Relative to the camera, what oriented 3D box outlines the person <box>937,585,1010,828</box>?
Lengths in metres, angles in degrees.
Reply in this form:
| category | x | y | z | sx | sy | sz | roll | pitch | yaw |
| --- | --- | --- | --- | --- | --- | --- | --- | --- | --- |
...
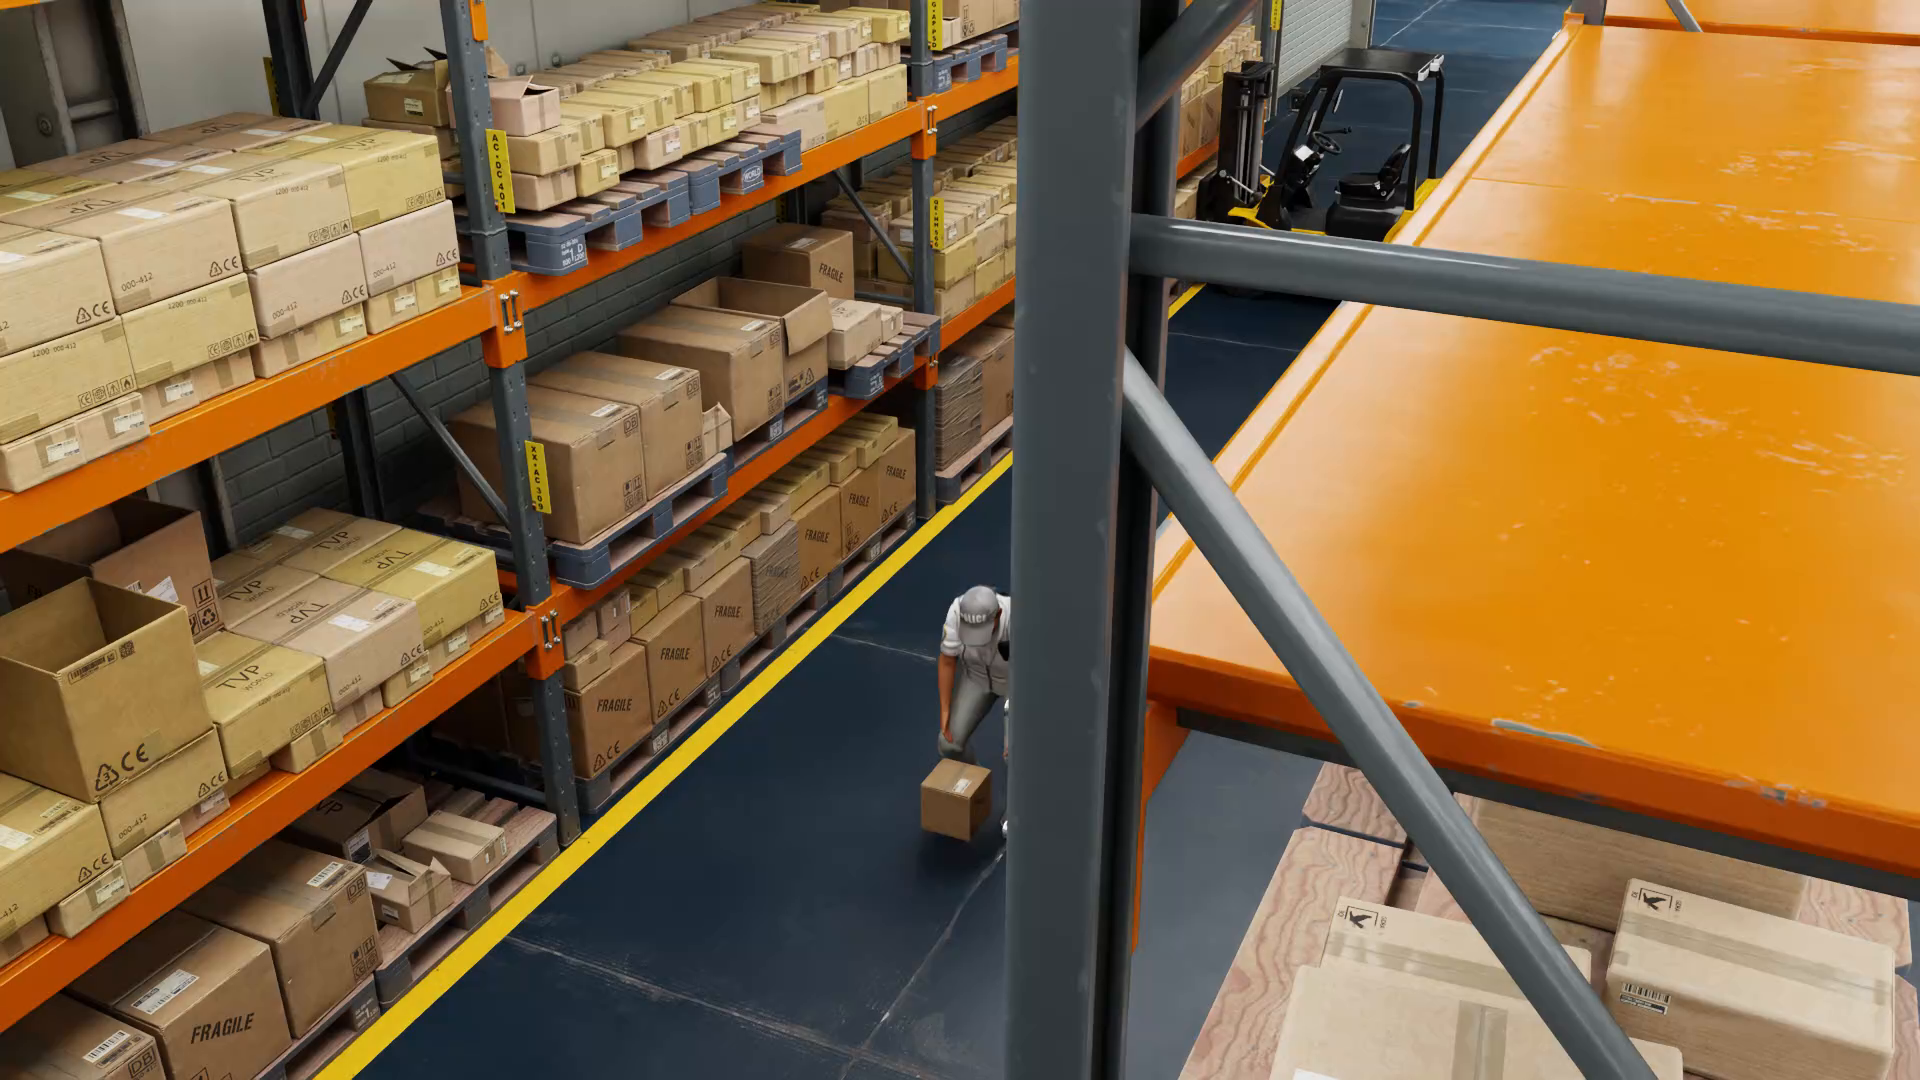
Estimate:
| category | x | y | z | sx | sy | sz | roll | pitch | yaw |
| --- | --- | --- | --- | --- | --- | --- | --- | --- | --- |
| person | 0.180 | 0.743 | 7.943 | 0.534 | 1.379 | 0.727 | 12 | 29 | 22 |
